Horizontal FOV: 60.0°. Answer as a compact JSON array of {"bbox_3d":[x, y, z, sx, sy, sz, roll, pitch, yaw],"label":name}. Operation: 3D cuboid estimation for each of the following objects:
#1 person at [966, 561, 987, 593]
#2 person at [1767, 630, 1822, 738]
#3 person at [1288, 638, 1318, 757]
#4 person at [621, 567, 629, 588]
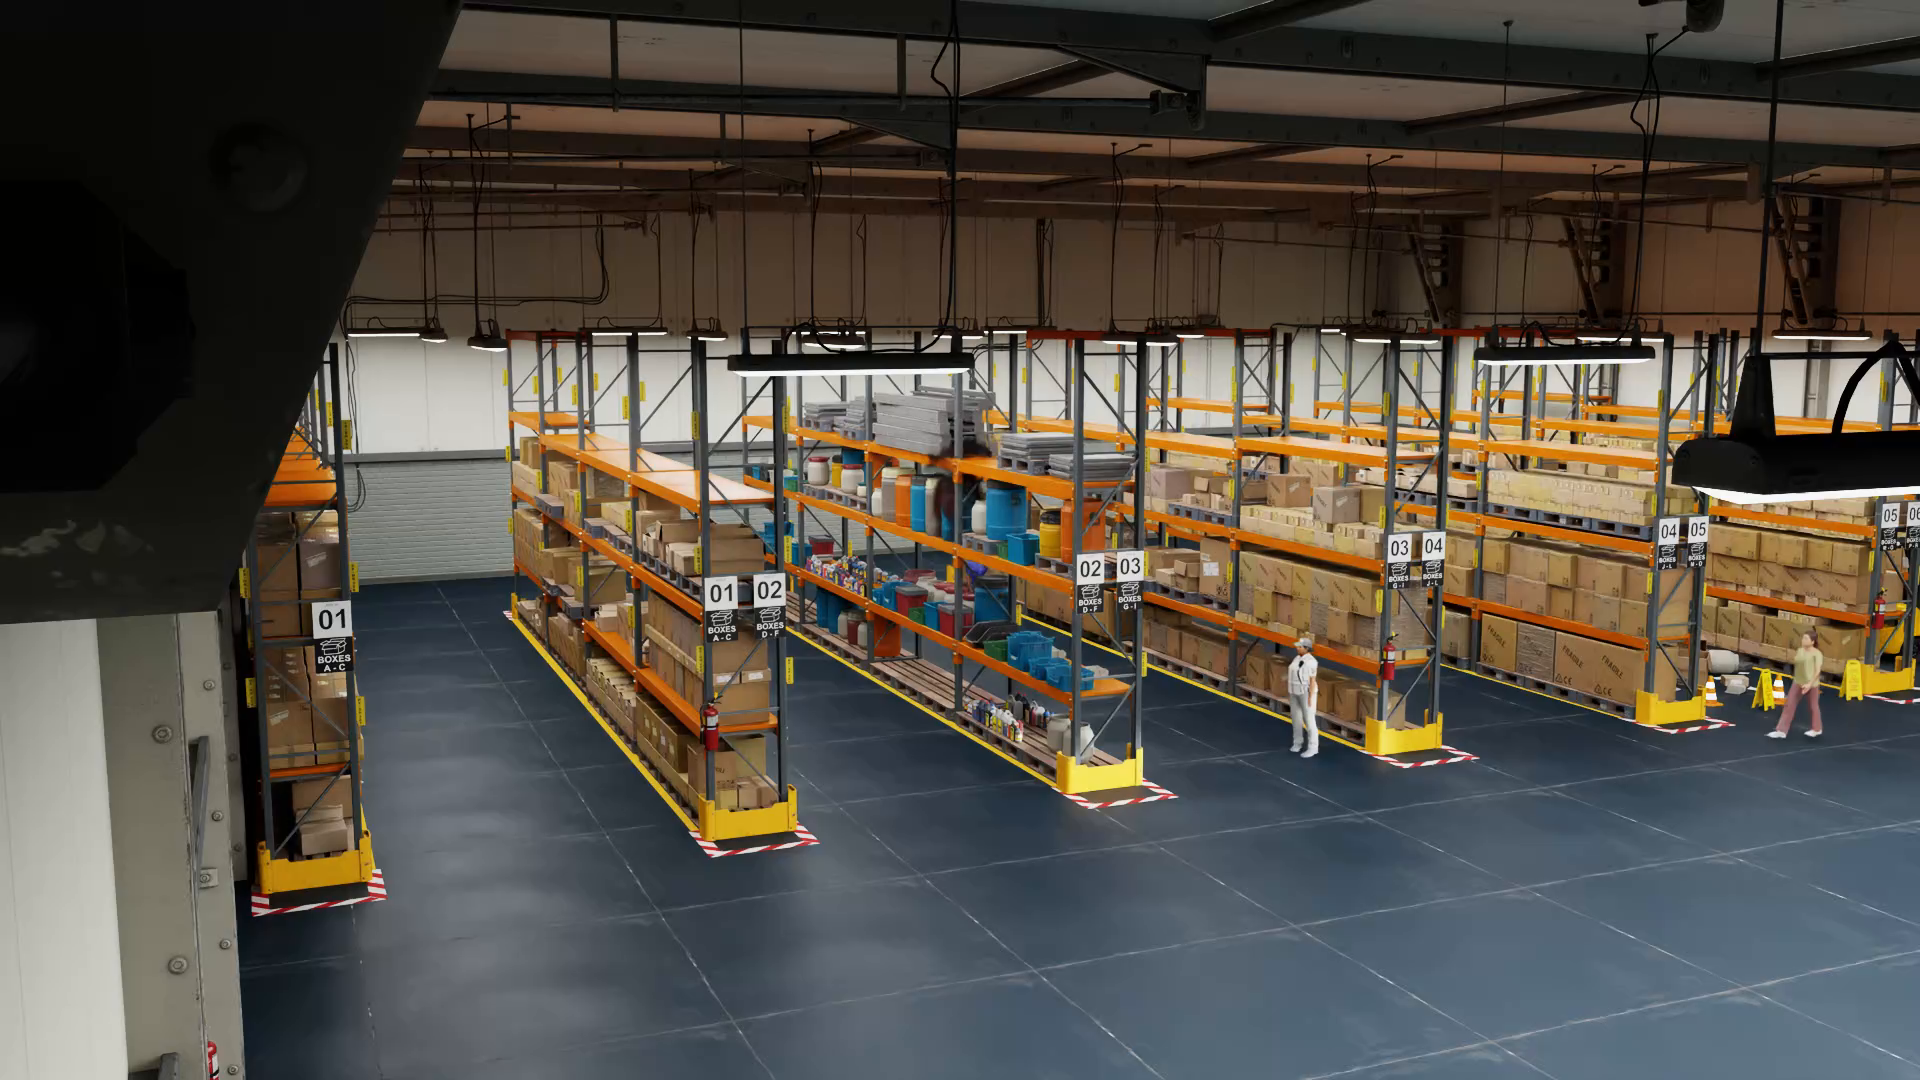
[{"bbox_3d":[0.342,0.967,33.602,0.508,1.611,0.920,-4,9,-27],"label":"person"},{"bbox_3d":[12.522,2.151,24.706,0.967,1.622,0.456,-5,9,-31],"label":"person"},{"bbox_3d":[4.966,2.248,24.036,0.406,1.672,0.560,-5,9,-32],"label":"person"},{"bbox_3d":[-7.803,0.289,38.321,0.497,1.708,0.491,-1,8,-10],"label":"person"}]
